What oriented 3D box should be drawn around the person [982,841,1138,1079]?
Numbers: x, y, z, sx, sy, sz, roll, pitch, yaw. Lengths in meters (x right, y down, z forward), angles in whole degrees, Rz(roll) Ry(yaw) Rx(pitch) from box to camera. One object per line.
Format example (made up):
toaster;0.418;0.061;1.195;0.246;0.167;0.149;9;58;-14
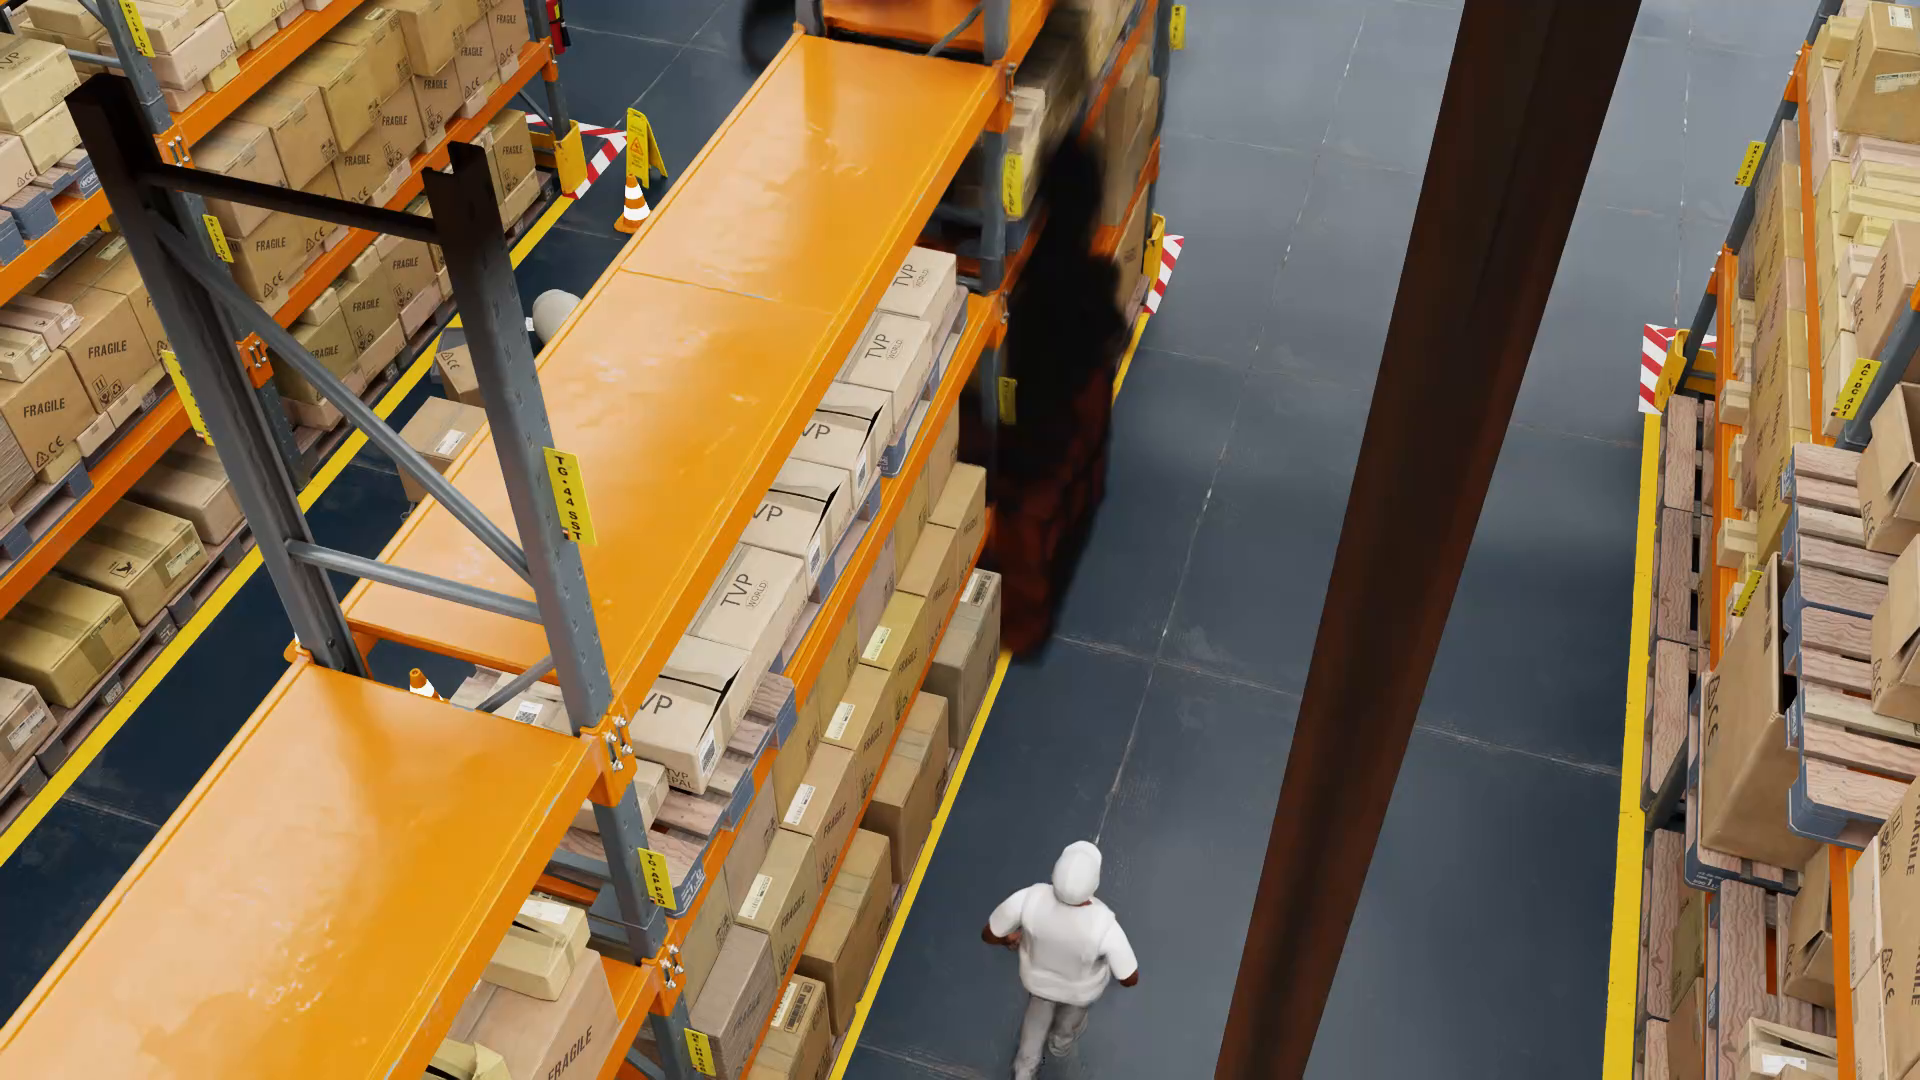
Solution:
person;0.476;2.002;7.757;0.733;1.704;0.675;14;47;13
